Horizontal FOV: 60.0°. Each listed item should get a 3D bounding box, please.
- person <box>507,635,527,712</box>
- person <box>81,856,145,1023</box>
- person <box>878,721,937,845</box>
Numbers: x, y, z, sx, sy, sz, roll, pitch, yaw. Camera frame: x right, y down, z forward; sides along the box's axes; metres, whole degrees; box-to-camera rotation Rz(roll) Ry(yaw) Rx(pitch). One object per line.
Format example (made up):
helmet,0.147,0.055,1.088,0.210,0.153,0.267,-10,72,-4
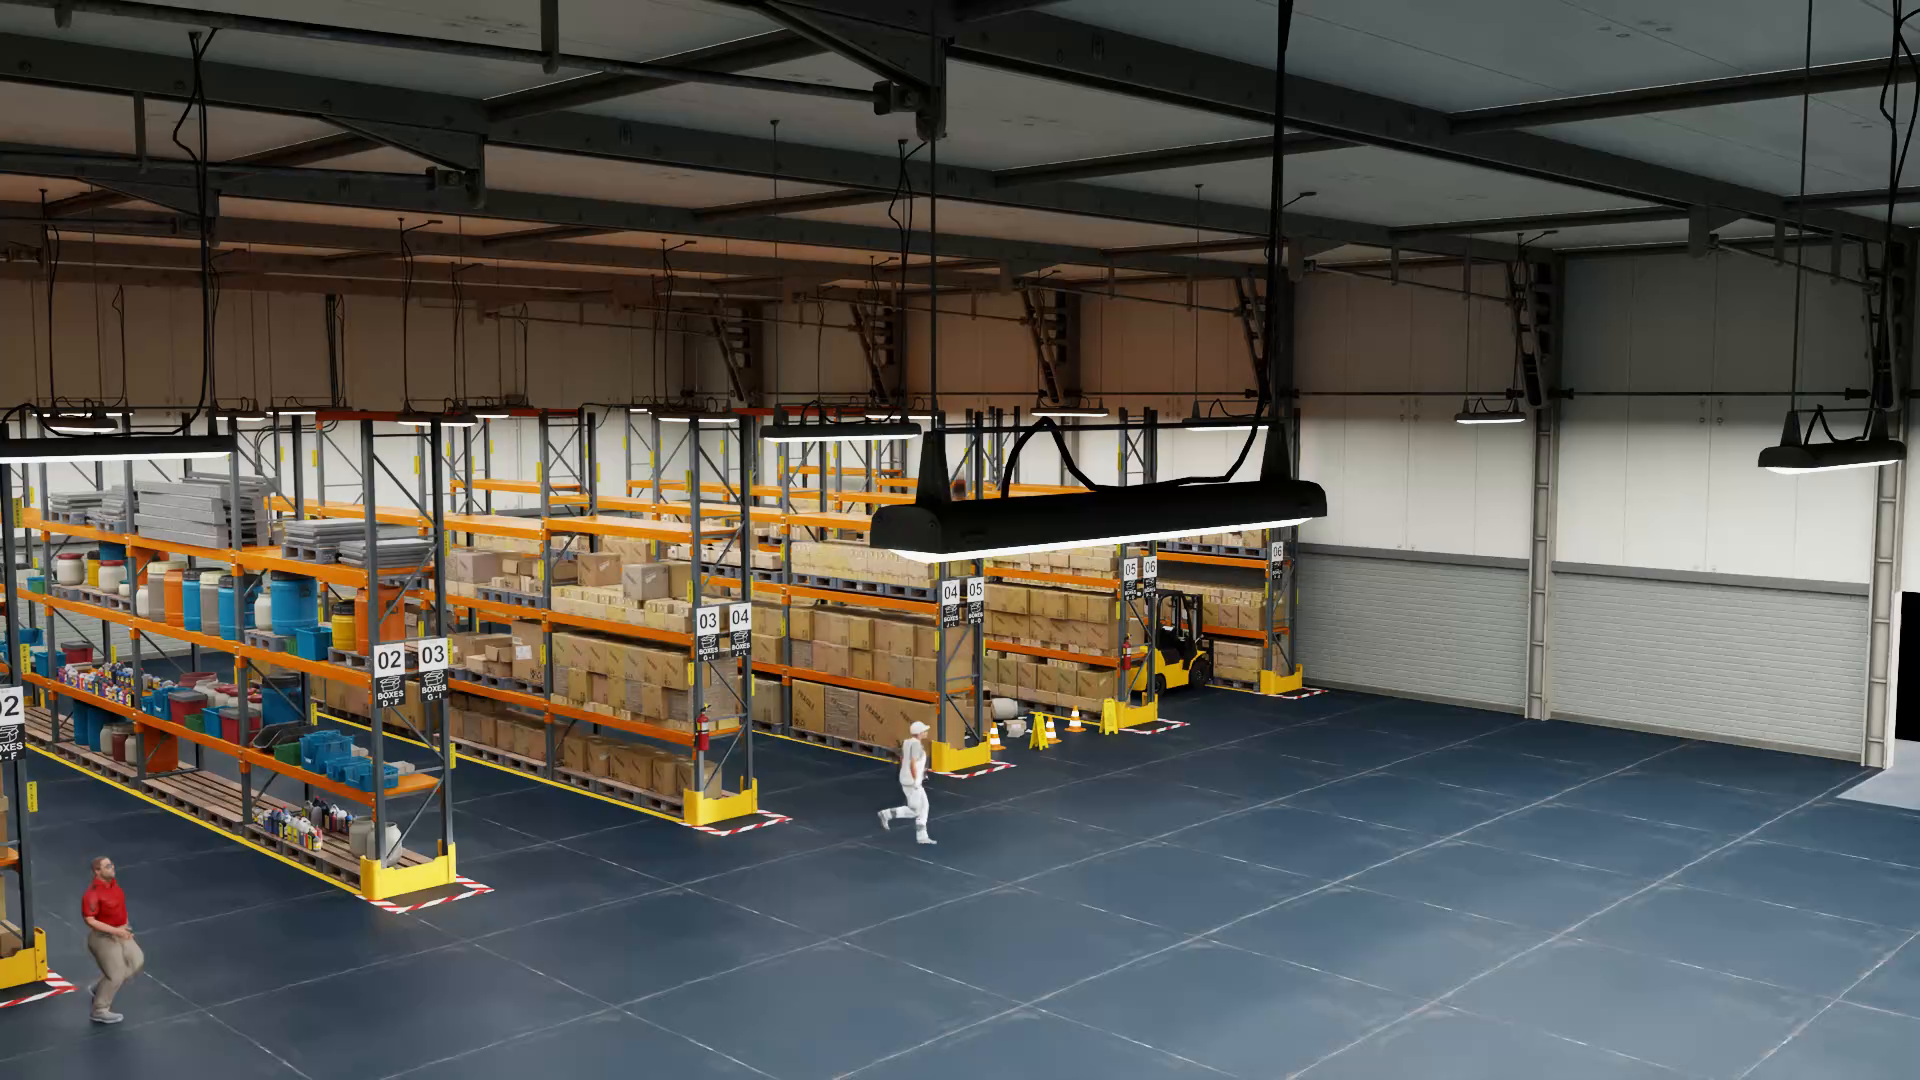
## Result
person,-8.565,2.638,31.883,0.900,1.744,0.685,4,6,37
person,-8.550,4.009,16.775,0.509,1.690,0.671,-1,5,-7
person,-0.745,3.422,23.299,0.846,1.759,0.674,-1,5,-12
